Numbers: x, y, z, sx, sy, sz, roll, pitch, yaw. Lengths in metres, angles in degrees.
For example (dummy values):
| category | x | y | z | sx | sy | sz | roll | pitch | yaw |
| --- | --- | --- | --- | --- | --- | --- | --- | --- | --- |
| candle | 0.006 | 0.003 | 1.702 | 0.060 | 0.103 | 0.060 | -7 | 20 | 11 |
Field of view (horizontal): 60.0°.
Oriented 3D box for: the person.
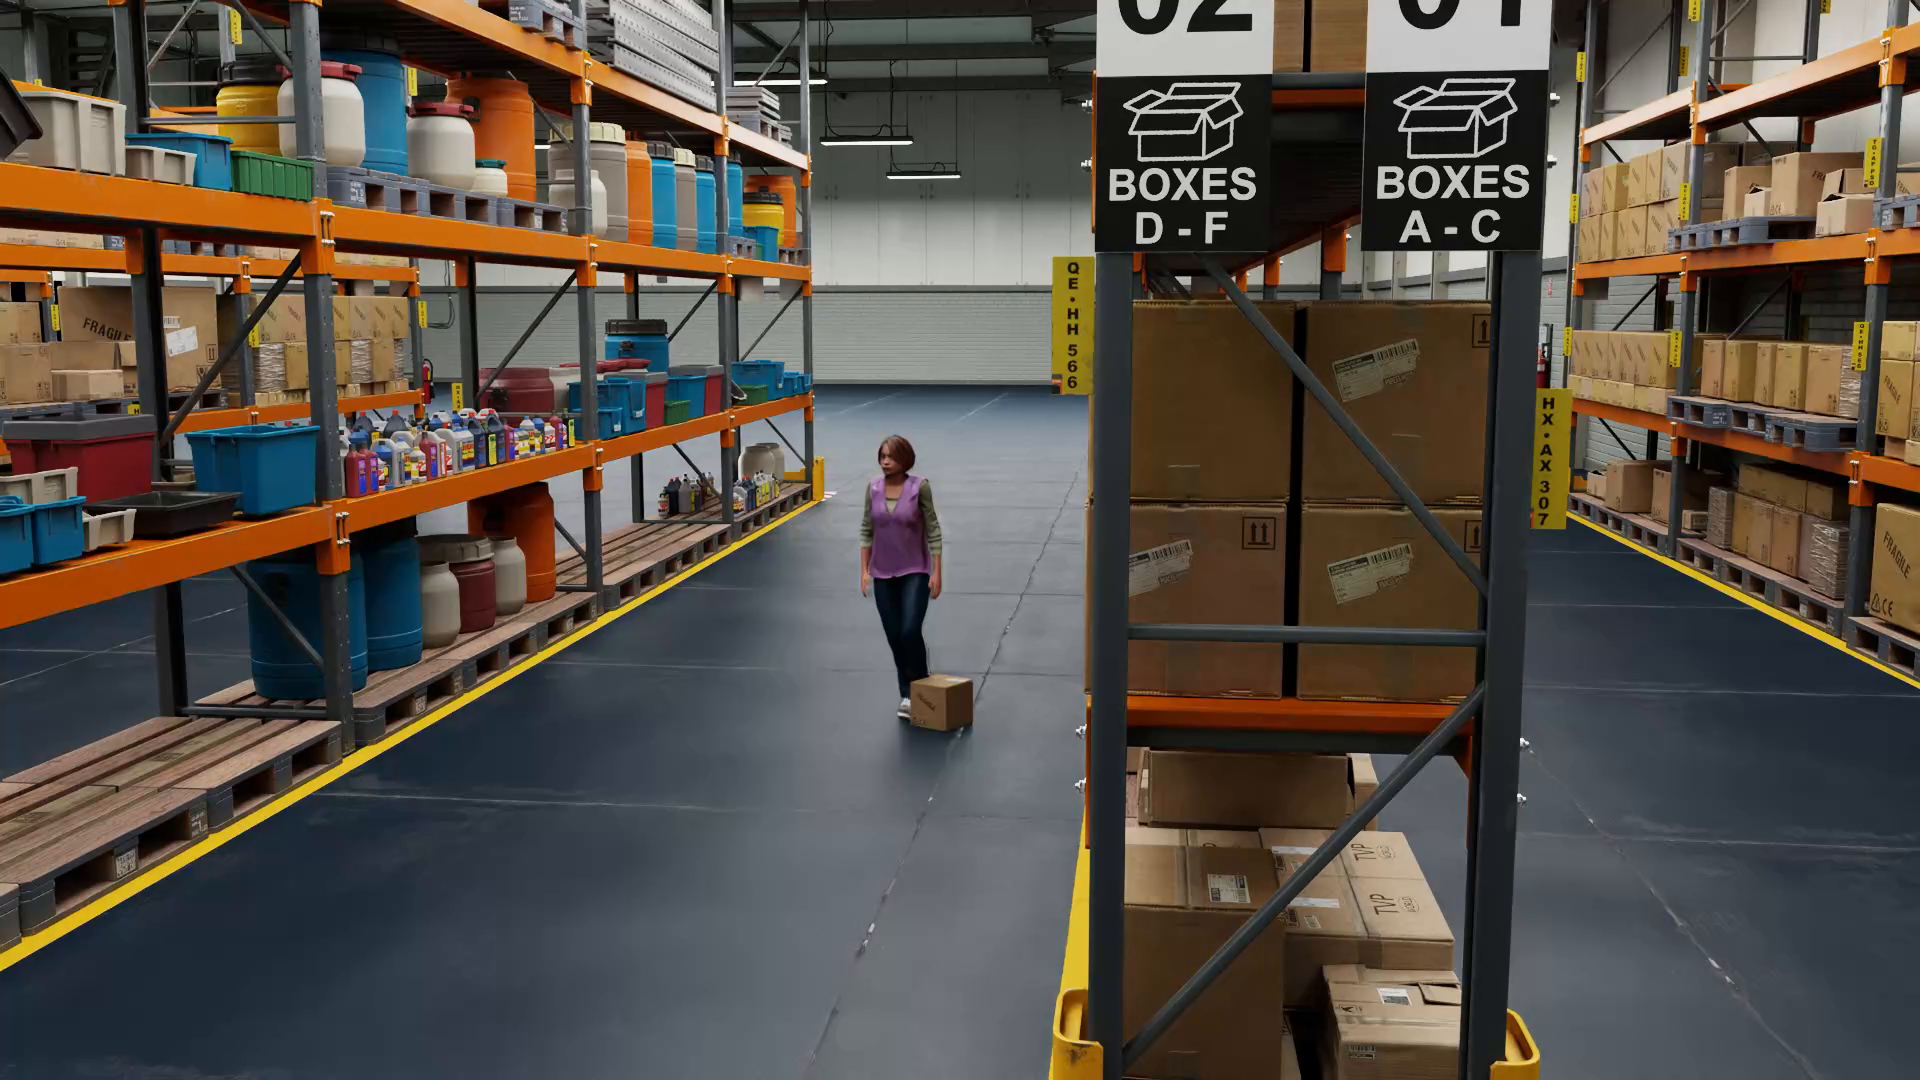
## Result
| category | x | y | z | sx | sy | sz | roll | pitch | yaw |
| --- | --- | --- | --- | --- | --- | --- | --- | --- | --- |
| person | -0.334 | 0.208 | 9.239 | 0.479 | 1.592 | 0.444 | 2 | 8 | 16 |
